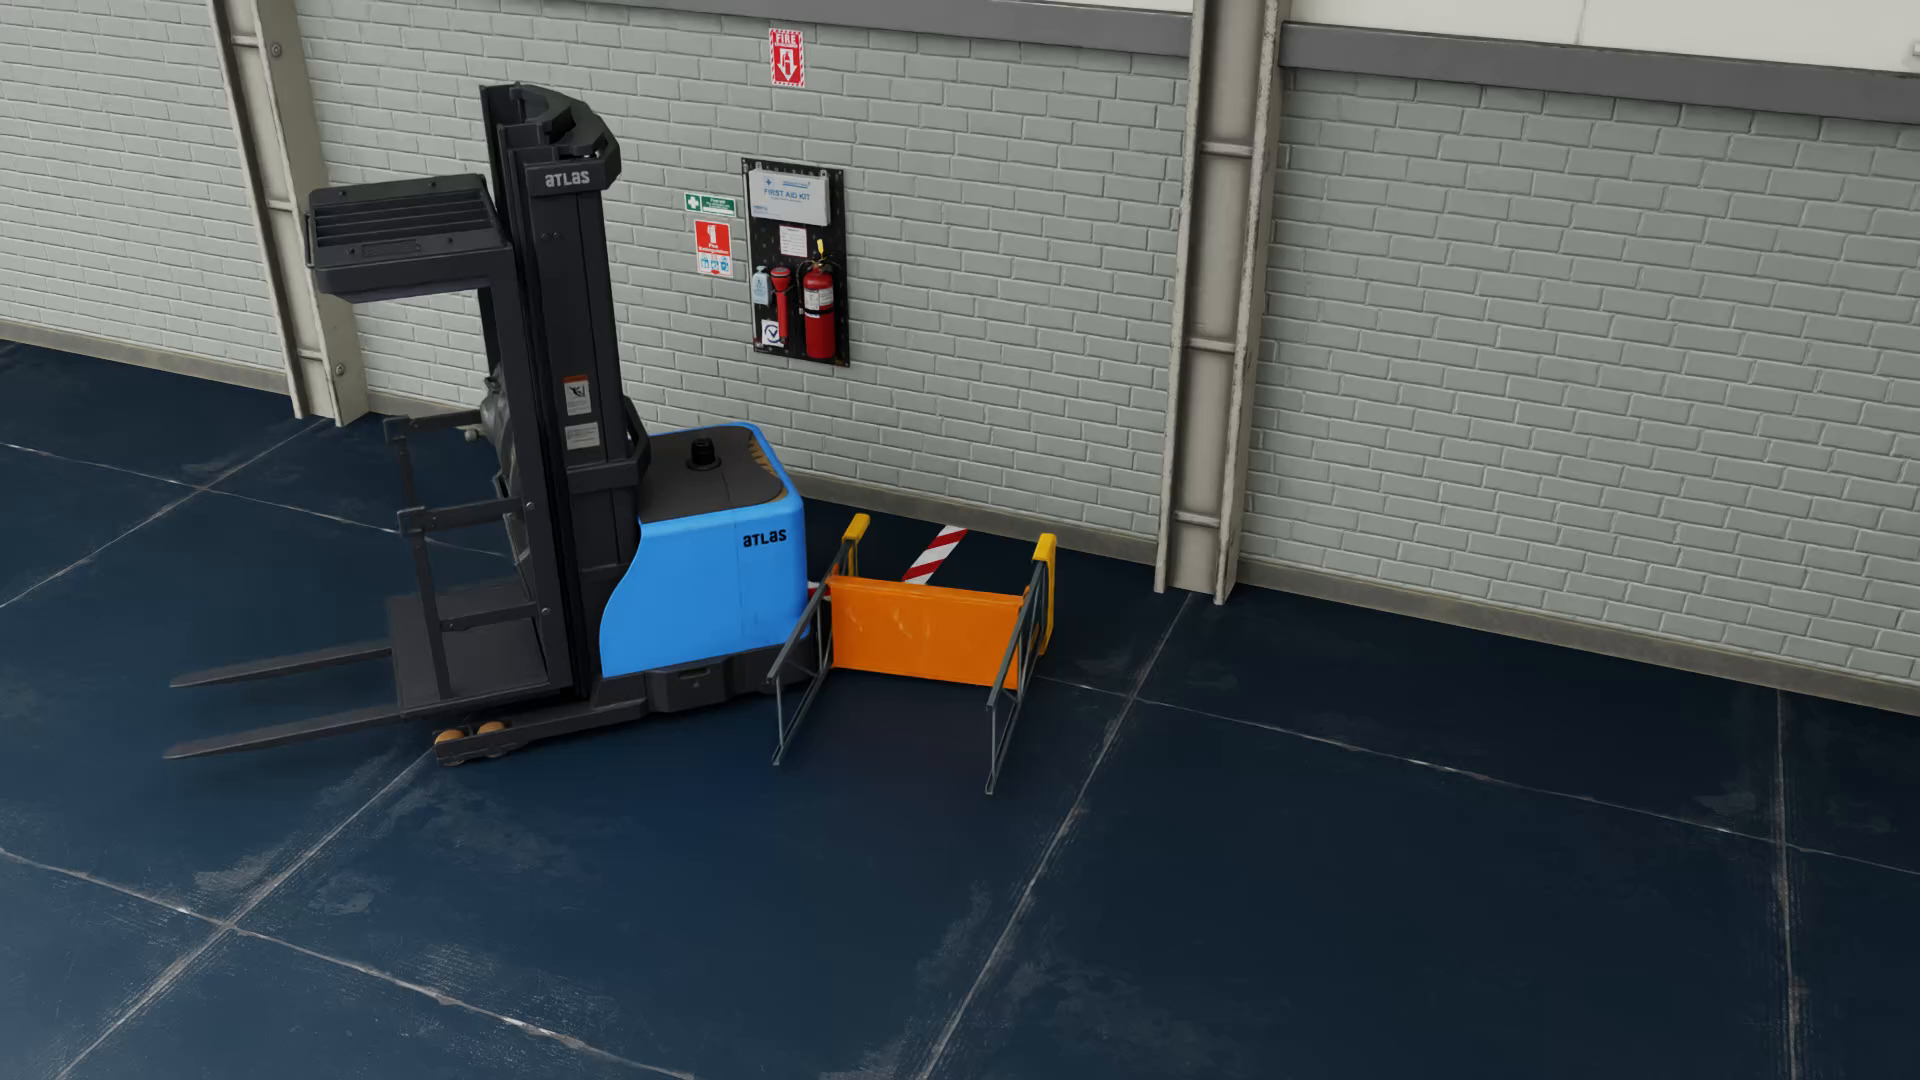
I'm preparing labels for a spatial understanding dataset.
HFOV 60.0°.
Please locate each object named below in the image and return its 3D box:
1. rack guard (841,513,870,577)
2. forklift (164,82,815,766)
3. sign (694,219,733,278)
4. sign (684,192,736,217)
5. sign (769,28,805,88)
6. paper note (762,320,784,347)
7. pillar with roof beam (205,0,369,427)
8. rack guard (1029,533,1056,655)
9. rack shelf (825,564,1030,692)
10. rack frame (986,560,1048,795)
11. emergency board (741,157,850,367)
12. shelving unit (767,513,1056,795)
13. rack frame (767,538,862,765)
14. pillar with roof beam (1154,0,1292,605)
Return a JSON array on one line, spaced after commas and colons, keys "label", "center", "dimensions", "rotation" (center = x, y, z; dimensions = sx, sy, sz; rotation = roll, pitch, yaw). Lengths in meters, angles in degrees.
[{"label": "rack guard", "center": [-0.543, 0.176, 8.816], "dimensions": [0.087, 0.587, 0.250], "rotation": [6, 30, 11]}, {"label": "forklift", "center": [-2.307, -0.503, 7.661], "dimensions": [3.031, 2.935, 1.130], "rotation": [-10, 31, -17]}, {"label": "sign", "center": [-1.432, -1.693, 9.661], "dimensions": [0.234, 0.329, 0.001], "rotation": [11, 31, 19]}, {"label": "sign", "center": [-1.431, -1.919, 9.522], "dimensions": [0.331, 0.109, 0.001], "rotation": [11, 31, 19]}, {"label": "sign", "center": [-0.928, -2.585, 8.919], "dimensions": [0.199, 0.298, 0.001], "rotation": [11, 31, 19]}, {"label": "paper note", "center": [-1.097, -1.209, 9.736], "dimensions": [0.142, 0.148, 0.016], "rotation": [11, 31, 19]}, {"label": "pillar with roof beam", "center": [-5.861, -2.813, 5.581], "dimensions": [0.400, 9.000, 9.100], "rotation": [11, 31, 19]}, {"label": "rack guard", "center": [0.429, 0.282, 8.628], "dimensions": [0.087, 0.587, 0.250], "rotation": [6, 30, 11]}, {"label": "rack shelf", "center": [-0.162, 0.442, 8.346], "dimensions": [1.000, 0.538, 0.185], "rotation": [6, 30, 11]}, {"label": "rack frame", "center": [0.295, 0.582, 8.097], "dimensions": [0.032, 0.500, 1.500], "rotation": [6, 30, 11]}, {"label": "emergency board", "center": [-0.958, -1.529, 9.406], "dimensions": [0.643, 1.169, 0.194], "rotation": [11, 31, 19]}, {"label": "shelving unit", "center": [-0.193, 0.529, 8.191], "dimensions": [1.083, 0.587, 1.500], "rotation": [6, 30, 11]}, {"label": "rack frame", "center": [-0.698, 0.474, 8.289], "dimensions": [0.032, 0.500, 1.500], "rotation": [6, 30, 11]}, {"label": "pillar with roof beam", "center": [-0.301, -1.703, 3.617], "dimensions": [0.400, 9.000, 9.100], "rotation": [11, 31, 19]}]
